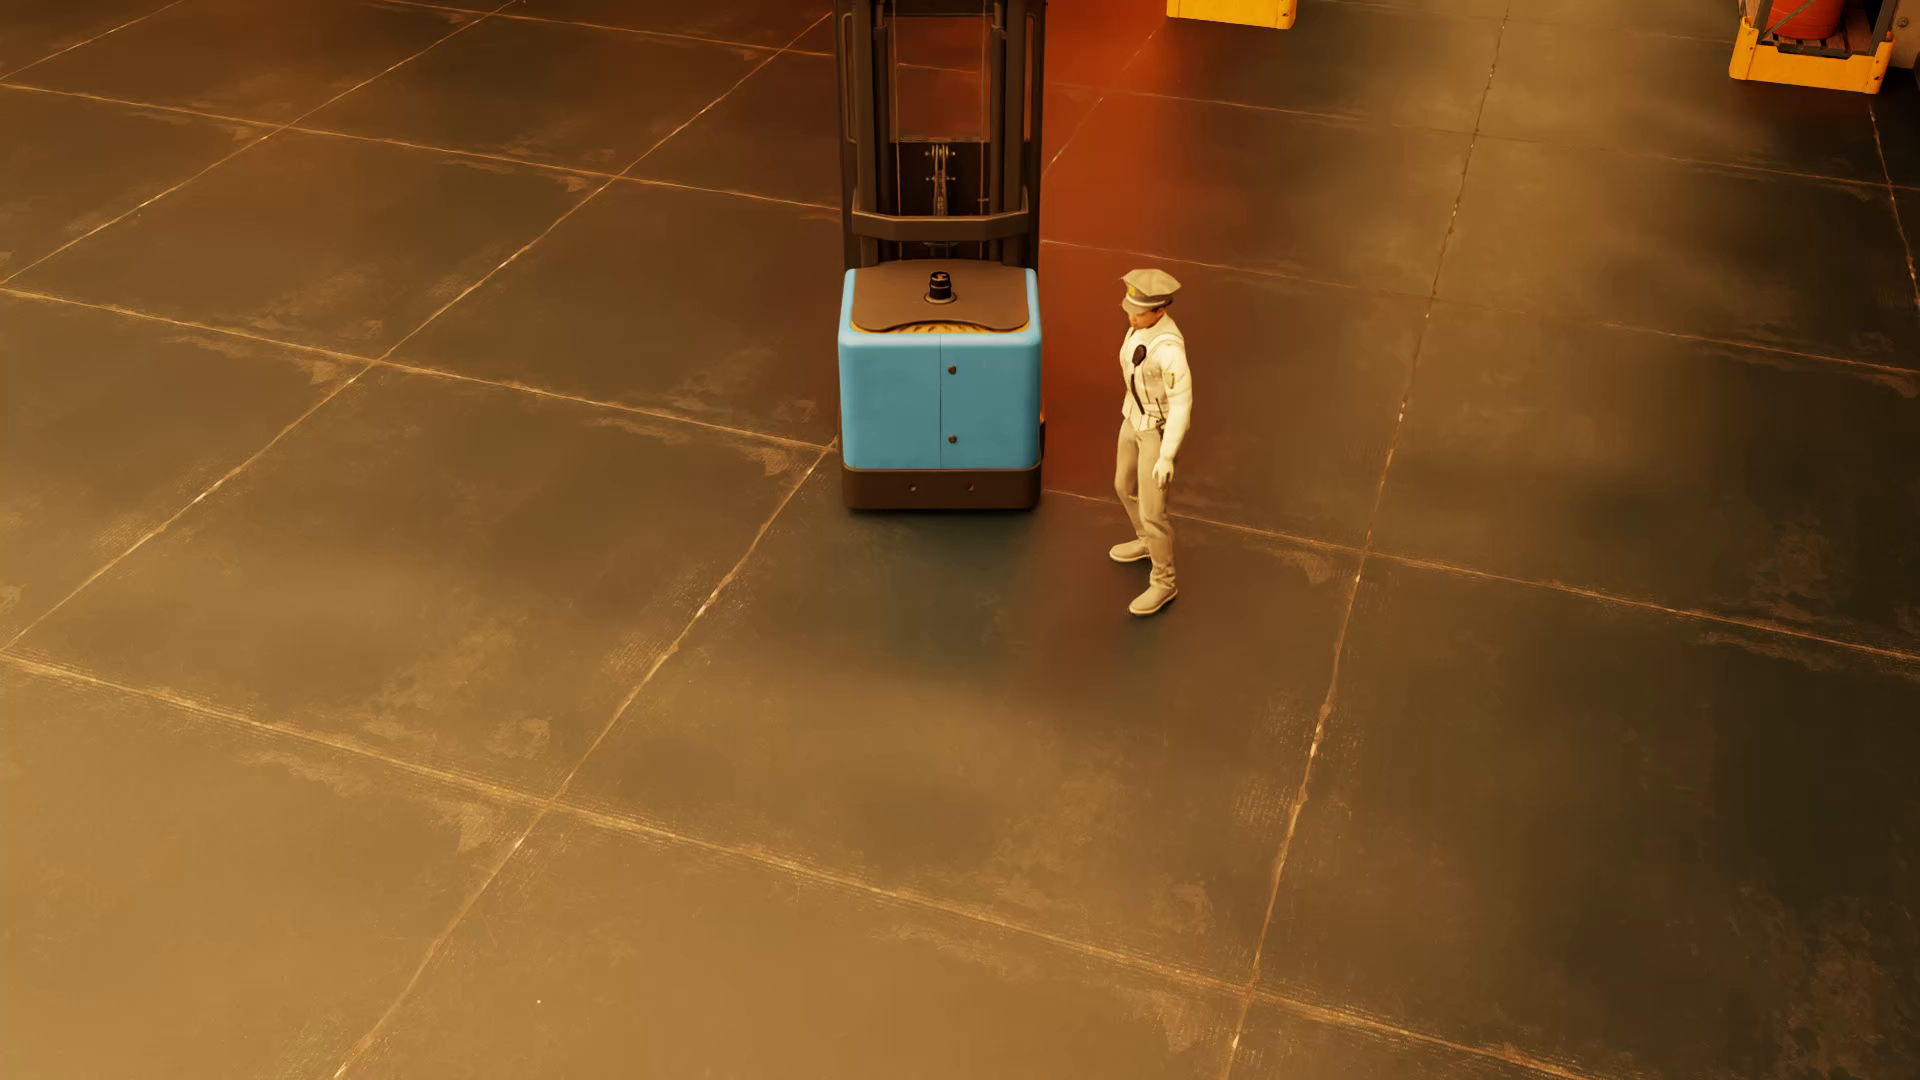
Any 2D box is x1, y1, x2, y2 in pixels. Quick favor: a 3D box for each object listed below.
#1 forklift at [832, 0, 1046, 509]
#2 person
[{"bbox_3d":[-0.107,-2.176,9.181,1.130,2.935,3.031,0,35,0],"label":"forklift"},{"bbox_3d":[0.915,-0.518,7.963,0.361,1.642,0.741,-10,36,-13],"label":"person"}]
